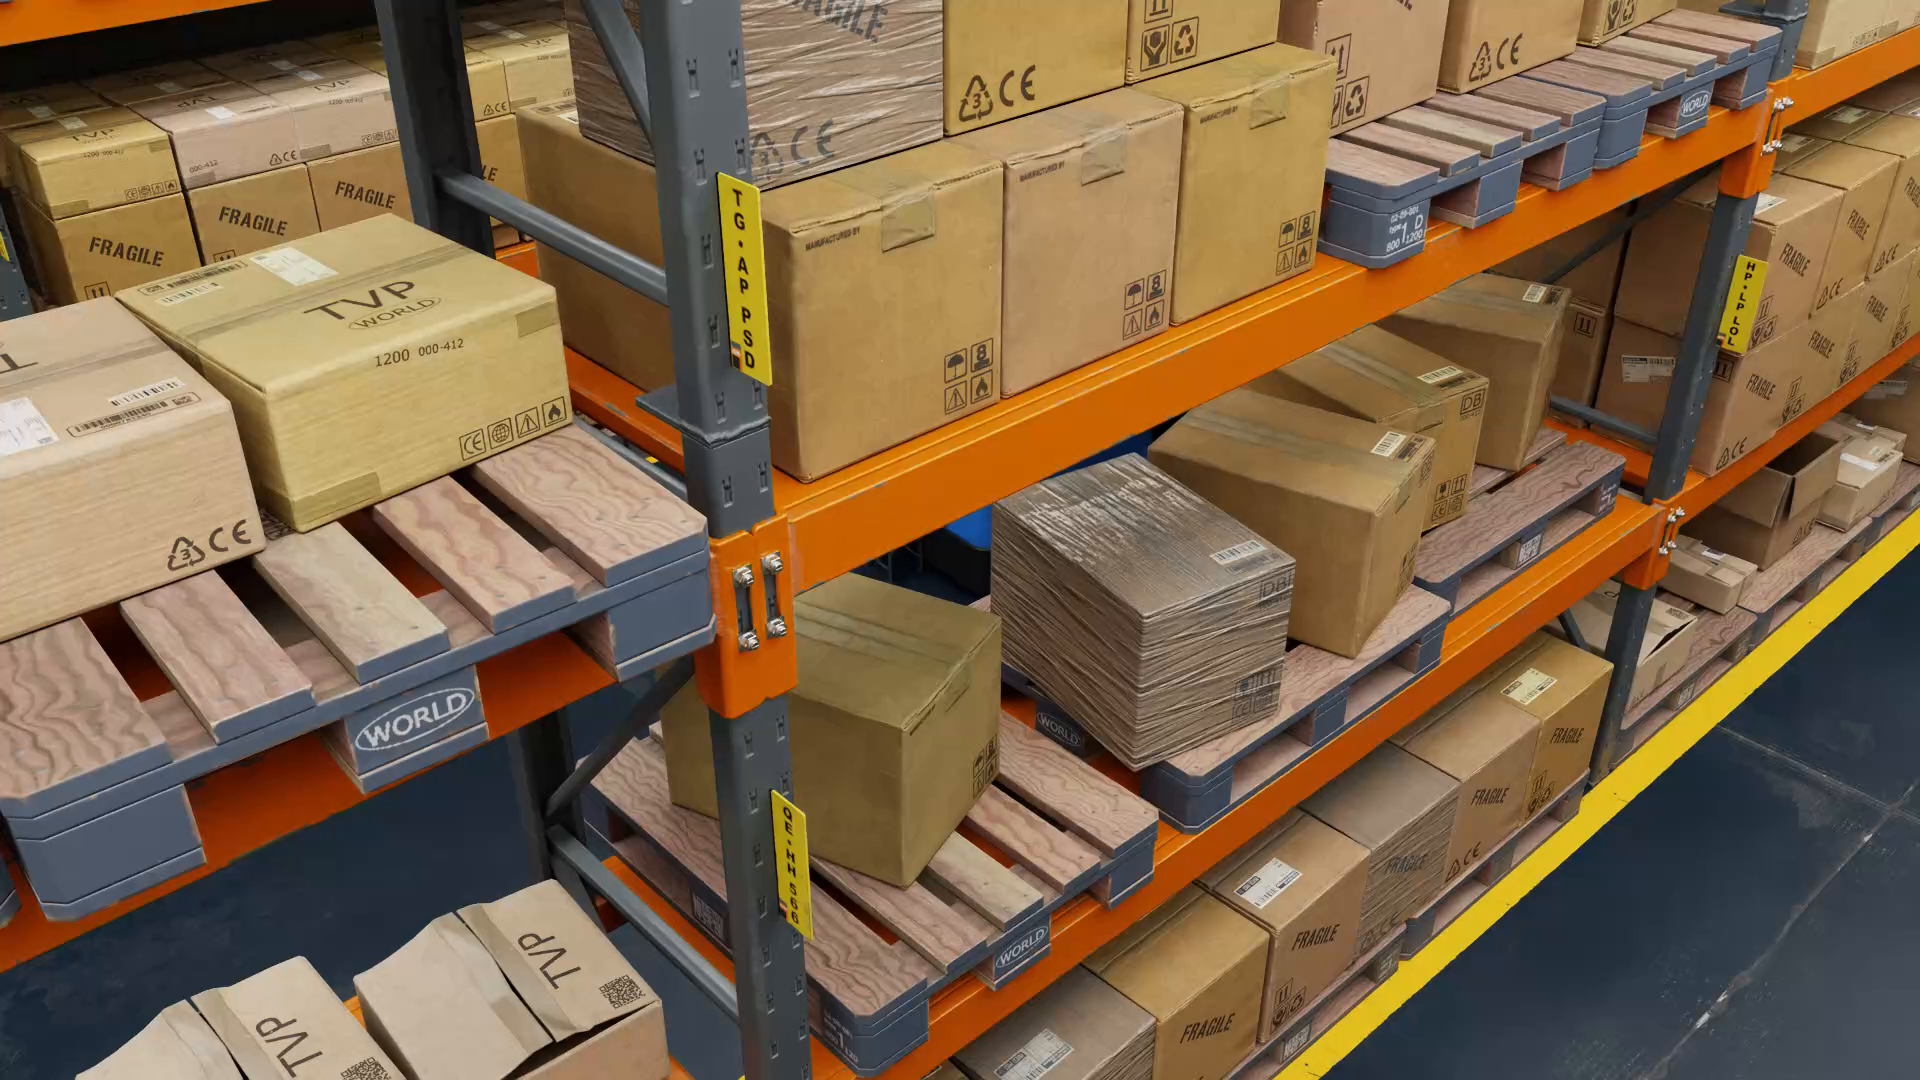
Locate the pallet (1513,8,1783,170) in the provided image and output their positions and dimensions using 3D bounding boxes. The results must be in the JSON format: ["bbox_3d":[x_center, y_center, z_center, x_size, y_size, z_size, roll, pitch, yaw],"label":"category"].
[{"bbox_3d":[1.702,-1.497,5.128,1.003,0.211,1.213,-26,40,-35],"label":"pallet"}]

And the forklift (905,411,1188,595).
[{"bbox_3d":[0.951,-1.627,8.101,3.031,2.935,1.130,-23,38,-33],"label":"forklift"}]

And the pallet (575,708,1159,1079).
[{"bbox_3d":[-0.256,0.732,4.362,1.003,0.211,1.213,-26,40,-35],"label":"pallet"}]

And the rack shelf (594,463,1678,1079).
[{"bbox_3d":[0.762,0.514,5.223,4.000,0.370,1.077,-26,40,-35],"label":"rack shelf"}]

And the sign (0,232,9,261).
[{"bbox_3d":[-3.700,-1.233,6.357,0.005,0.325,0.100,-26,40,-35],"label":"sign"}]

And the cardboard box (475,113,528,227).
[{"bbox_3d":[-2.414,-1.775,7.877,0.500,0.500,0.500,-25,39,-34],"label":"cardboard box"}]

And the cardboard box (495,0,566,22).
[{"bbox_3d":[-2.036,-2.642,8.576,0.500,0.250,0.500,-25,40,-35],"label":"cardboard box"}]

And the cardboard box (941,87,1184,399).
[{"bbox_3d":[-0.034,-0.754,3.636,0.500,0.500,0.910,-26,40,-35],"label":"cardboard box"}]

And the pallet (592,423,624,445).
[{"bbox_3d":[-2.552,-0.468,8.814,1.213,0.211,1.003,-26,40,-35],"label":"pallet"}]

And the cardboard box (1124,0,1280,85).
[{"bbox_3d":[0.367,-1.346,3.646,0.500,0.500,0.500,-26,40,-35],"label":"cardboard box"}]

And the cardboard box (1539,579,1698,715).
[{"bbox_3d":[2.683,0.391,6.890,0.500,0.311,0.500,-26,40,-35],"label":"cardboard box"}]

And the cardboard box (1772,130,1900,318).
[{"bbox_3d":[3.143,-1.214,6.305,0.500,0.500,0.500,-27,41,-37],"label":"cardboard box"}]

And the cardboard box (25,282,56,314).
[{"bbox_3d":[-4.011,-1.092,7.381,0.250,0.149,0.380,-25,39,-35],"label":"cardboard box"}]

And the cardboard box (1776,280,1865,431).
[{"bbox_3d":[3.161,-0.804,6.593,0.500,0.500,0.500,-25,39,-35],"label":"cardboard box"}]

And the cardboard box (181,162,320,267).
[{"bbox_3d":[-3.155,-1.411,7.283,0.500,0.500,0.500,-24,39,-34],"label":"cardboard box"}]

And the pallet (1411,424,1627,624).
[{"bbox_3d":[1.568,-0.178,5.850,1.213,0.211,1.003,-26,40,-35],"label":"pallet"}]

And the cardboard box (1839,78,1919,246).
[{"bbox_3d":[3.898,-1.579,6.903,0.500,0.500,0.500,-24,39,-34],"label":"cardboard box"}]

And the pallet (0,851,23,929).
[{"bbox_3d":[-1.960,0.391,2.042,1.213,0.211,1.003,-24,39,-33],"label":"pallet"}]

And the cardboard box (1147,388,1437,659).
[{"bbox_3d":[0.975,-0.073,4.996,0.700,0.500,0.500,18,36,27],"label":"cardboard box"}]

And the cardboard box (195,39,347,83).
[{"bbox_3d":[-3.159,-2.098,7.686,0.500,0.250,0.500,-27,41,-37],"label":"cardboard box"}]

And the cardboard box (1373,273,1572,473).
[{"bbox_3d":[1.729,-0.641,5.925,0.700,0.500,0.500,15,35,23],"label":"cardboard box"}]

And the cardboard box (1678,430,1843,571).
[{"bbox_3d":[3.602,-0.293,7.825,0.637,0.503,0.797,-26,40,-35],"label":"cardboard box"}]

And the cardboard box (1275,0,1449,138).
[{"bbox_3d":[0.833,-1.421,4.230,0.600,0.600,0.600,27,41,37],"label":"cardboard box"}]

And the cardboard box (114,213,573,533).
[{"bbox_3d":[-0.999,-0.295,2.724,0.500,0.250,0.500,26,40,35],"label":"cardboard box"}]

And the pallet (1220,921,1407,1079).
[{"bbox_3d":[0.763,1.426,5.716,1.213,0.211,1.003,-26,40,-35],"label":"pallet"}]

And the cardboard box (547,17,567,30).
[{"bbox_3d":[-1.693,-2.452,8.266,0.500,0.250,0.500,-25,39,-34],"label":"cardboard box"}]

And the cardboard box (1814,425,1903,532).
[{"bbox_3d":[4.213,-0.323,8.116,0.500,0.250,0.500,-26,40,-35],"label":"cardboard box"}]

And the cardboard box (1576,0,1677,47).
[{"bbox_3d":[1.809,-1.896,5.005,0.600,0.600,0.600,25,39,35],"label":"cardboard box"}]

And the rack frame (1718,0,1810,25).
[{"bbox_3d":[2.228,-3.061,4.630,0.127,3.000,1.000,-26,40,-35],"label":"rack frame"}]

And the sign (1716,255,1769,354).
[{"bbox_3d":[2.608,-0.785,5.548,0.005,0.325,0.100,-26,40,-35],"label":"sign"}]

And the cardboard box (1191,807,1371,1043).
[{"bbox_3d":[0.954,1.193,5.399,0.500,0.500,0.500,-27,41,-37],"label":"cardboard box"}]

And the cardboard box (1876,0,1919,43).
[{"bbox_3d":[3.122,-1.971,5.867,0.500,0.250,0.500,-26,40,-35],"label":"cardboard box"}]

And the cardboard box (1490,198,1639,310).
[{"bbox_3d":[2.423,-1.249,6.364,0.500,0.500,0.500,-26,40,-35],"label":"cardboard box"}]

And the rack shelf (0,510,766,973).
[{"bbox_3d":[-2.171,0.654,2.120,4.000,0.370,1.077,-26,40,-35],"label":"rack shelf"}]

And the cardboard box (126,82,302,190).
[{"bbox_3d":[-3.174,-1.728,7.082,0.500,0.250,0.500,-26,40,-36],"label":"cardboard box"}]

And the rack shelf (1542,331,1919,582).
[{"bbox_3d":[3.695,-0.904,7.543,4.000,0.370,1.077,-26,40,-35],"label":"rack shelf"}]

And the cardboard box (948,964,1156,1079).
[{"bbox_3d":[0.203,1.556,4.805,0.500,0.500,0.500,-27,41,-37],"label":"cardboard box"}]

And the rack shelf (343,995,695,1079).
[{"bbox_3d":[-2.171,1.933,2.903,4.000,0.370,1.077,-26,40,-35],"label":"rack shelf"}]

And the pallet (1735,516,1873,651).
[{"bbox_3d":[3.627,0.010,8.032,1.213,0.211,1.003,-26,40,-35],"label":"pallet"}]

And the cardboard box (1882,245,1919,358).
[{"bbox_3d":[3.901,-1.161,7.178,0.500,0.500,0.500,-26,40,-36],"label":"cardboard box"}]

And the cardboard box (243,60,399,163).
[{"bbox_3d":[-2.810,-1.907,7.374,0.500,0.250,0.500,-26,40,-35],"label":"cardboard box"}]

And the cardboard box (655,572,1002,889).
[{"bbox_3d":[-0.320,0.429,4.175,0.700,0.500,0.500,15,35,23],"label":"cardboard box"}]

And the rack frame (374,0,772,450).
[{"bbox_3d":[-0.705,-1.642,2.310,0.127,3.000,1.000,-26,40,-35],"label":"rack frame"}]

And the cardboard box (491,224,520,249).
[{"bbox_3d":[-2.362,-1.545,8.123,0.250,0.149,0.380,-24,39,-34],"label":"cardboard box"}]

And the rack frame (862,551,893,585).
[{"bbox_3d":[-0.399,-0.343,7.660,0.006,1.200,0.240,-23,38,-33],"label":"rack frame"}]

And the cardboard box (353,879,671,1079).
[{"bbox_3d":[-1.001,1.067,3.715,0.500,0.311,0.500,-23,38,-33],"label":"cardboard box"}]

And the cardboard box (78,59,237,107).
[{"bbox_3d":[-3.537,-1.917,7.391,0.500,0.250,0.500,-27,41,-37],"label":"cardboard box"}]

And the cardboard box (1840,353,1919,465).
[{"bbox_3d":[4.930,-0.755,8.583,0.500,0.500,0.500,-26,40,-35],"label":"cardboard box"}]

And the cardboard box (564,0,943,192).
[{"bbox_3d":[-0.381,-0.984,3.055,0.500,0.500,0.500,-26,40,-35],"label":"cardboard box"}]

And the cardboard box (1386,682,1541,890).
[{"bbox_3d":[1.693,0.834,5.986,0.500,0.500,0.500,-26,40,-35],"label":"cardboard box"}]

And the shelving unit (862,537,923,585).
[{"bbox_3d":[-0.328,-0.373,7.710,0.189,1.200,0.258,-23,38,-33],"label":"shelving unit"}]

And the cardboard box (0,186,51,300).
[{"bbox_3d":[-3.909,-1.423,7.302,0.500,0.500,0.500,-26,40,-35],"label":"cardboard box"}]
